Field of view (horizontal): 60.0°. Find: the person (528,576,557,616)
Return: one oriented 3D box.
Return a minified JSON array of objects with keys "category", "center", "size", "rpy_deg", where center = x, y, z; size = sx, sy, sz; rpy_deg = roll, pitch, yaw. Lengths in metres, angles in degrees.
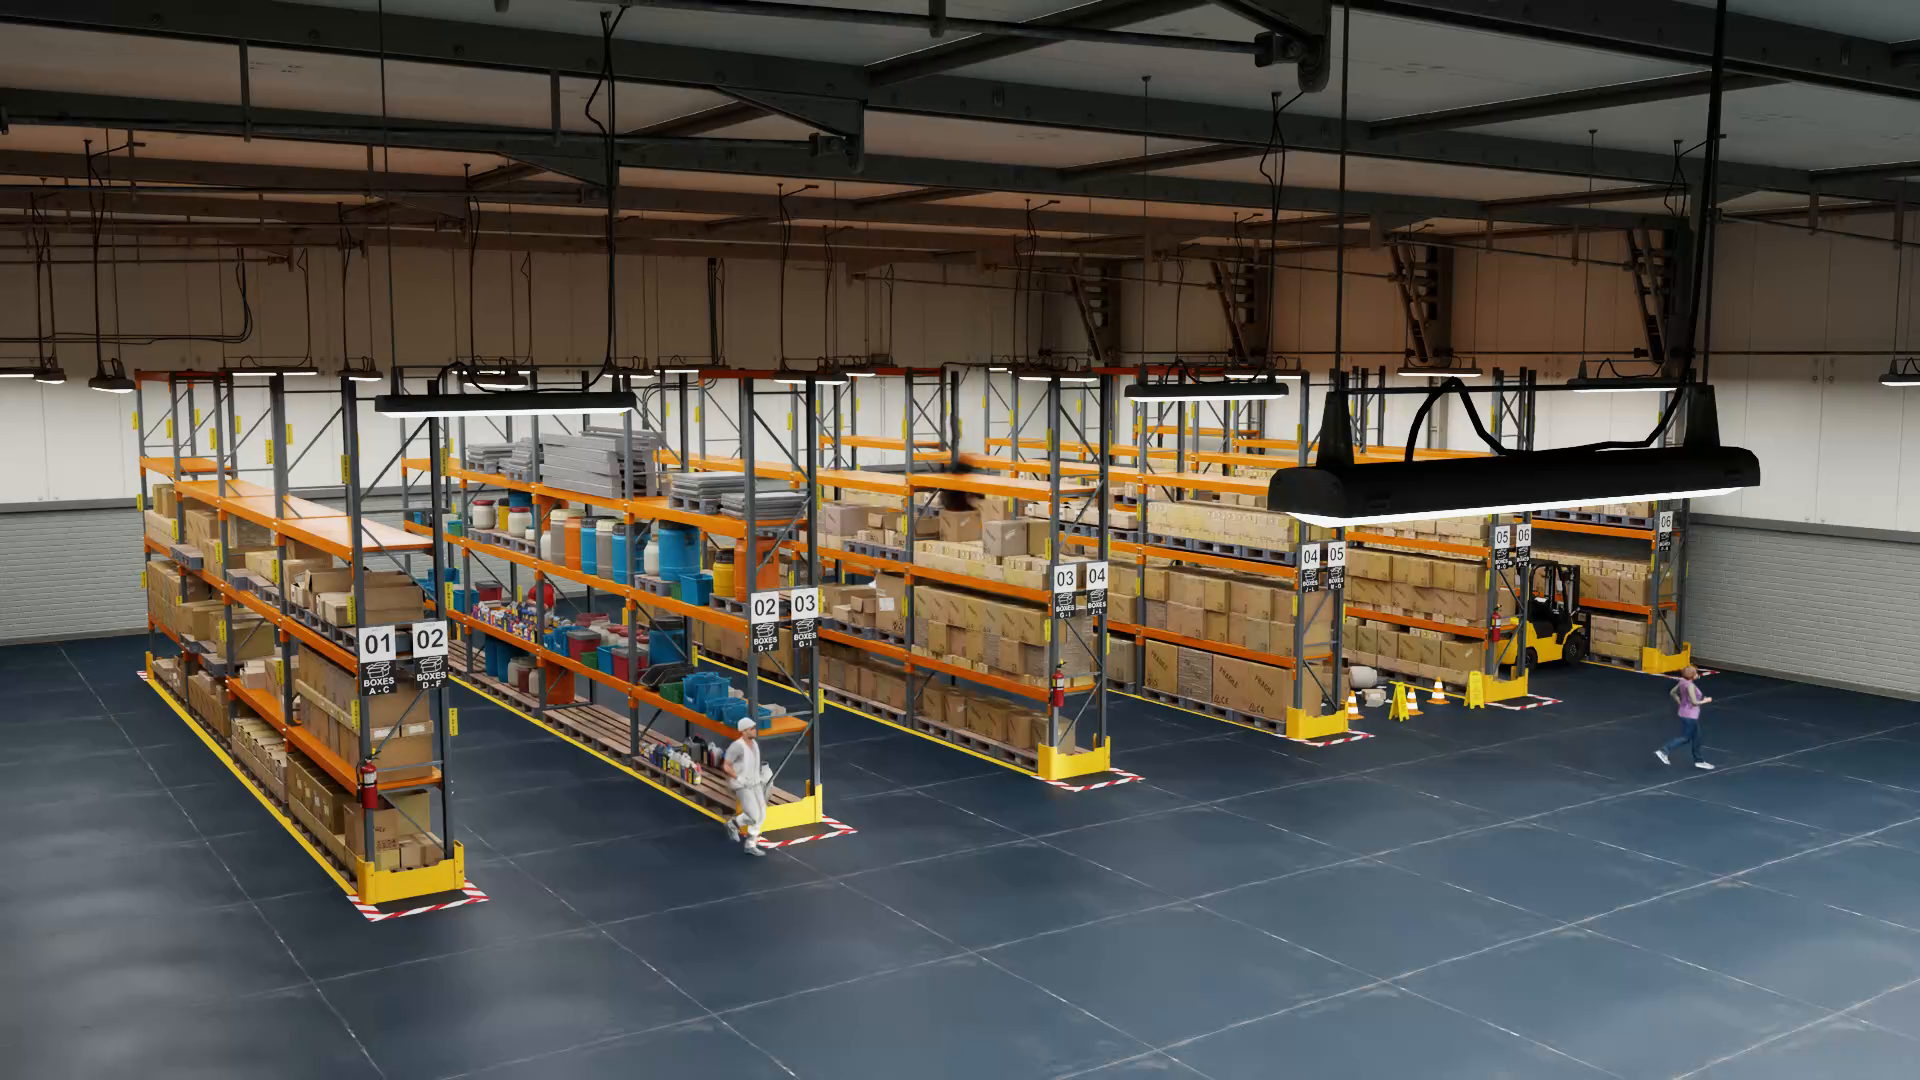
[{"category":"person","center":[-8.781,1.530,35.117],"size":[0.656,1.681,0.565],"rpy_deg":[-6,9,-41]}]

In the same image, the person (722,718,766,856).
[{"category":"person","center":[-2.723,3.106,21.014],"size":[0.566,1.751,0.694],"rpy_deg":[4,7,30]}]

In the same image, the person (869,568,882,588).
[{"category":"person","center":[-1.712,1.444,35.971],"size":[0.595,1.689,0.619],"rpy_deg":[-4,8,-34]}]

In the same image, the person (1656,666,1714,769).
[{"category":"person","center":[11.018,2.687,25.207],"size":[0.879,1.586,0.544],"rpy_deg":[1,7,10]}]
